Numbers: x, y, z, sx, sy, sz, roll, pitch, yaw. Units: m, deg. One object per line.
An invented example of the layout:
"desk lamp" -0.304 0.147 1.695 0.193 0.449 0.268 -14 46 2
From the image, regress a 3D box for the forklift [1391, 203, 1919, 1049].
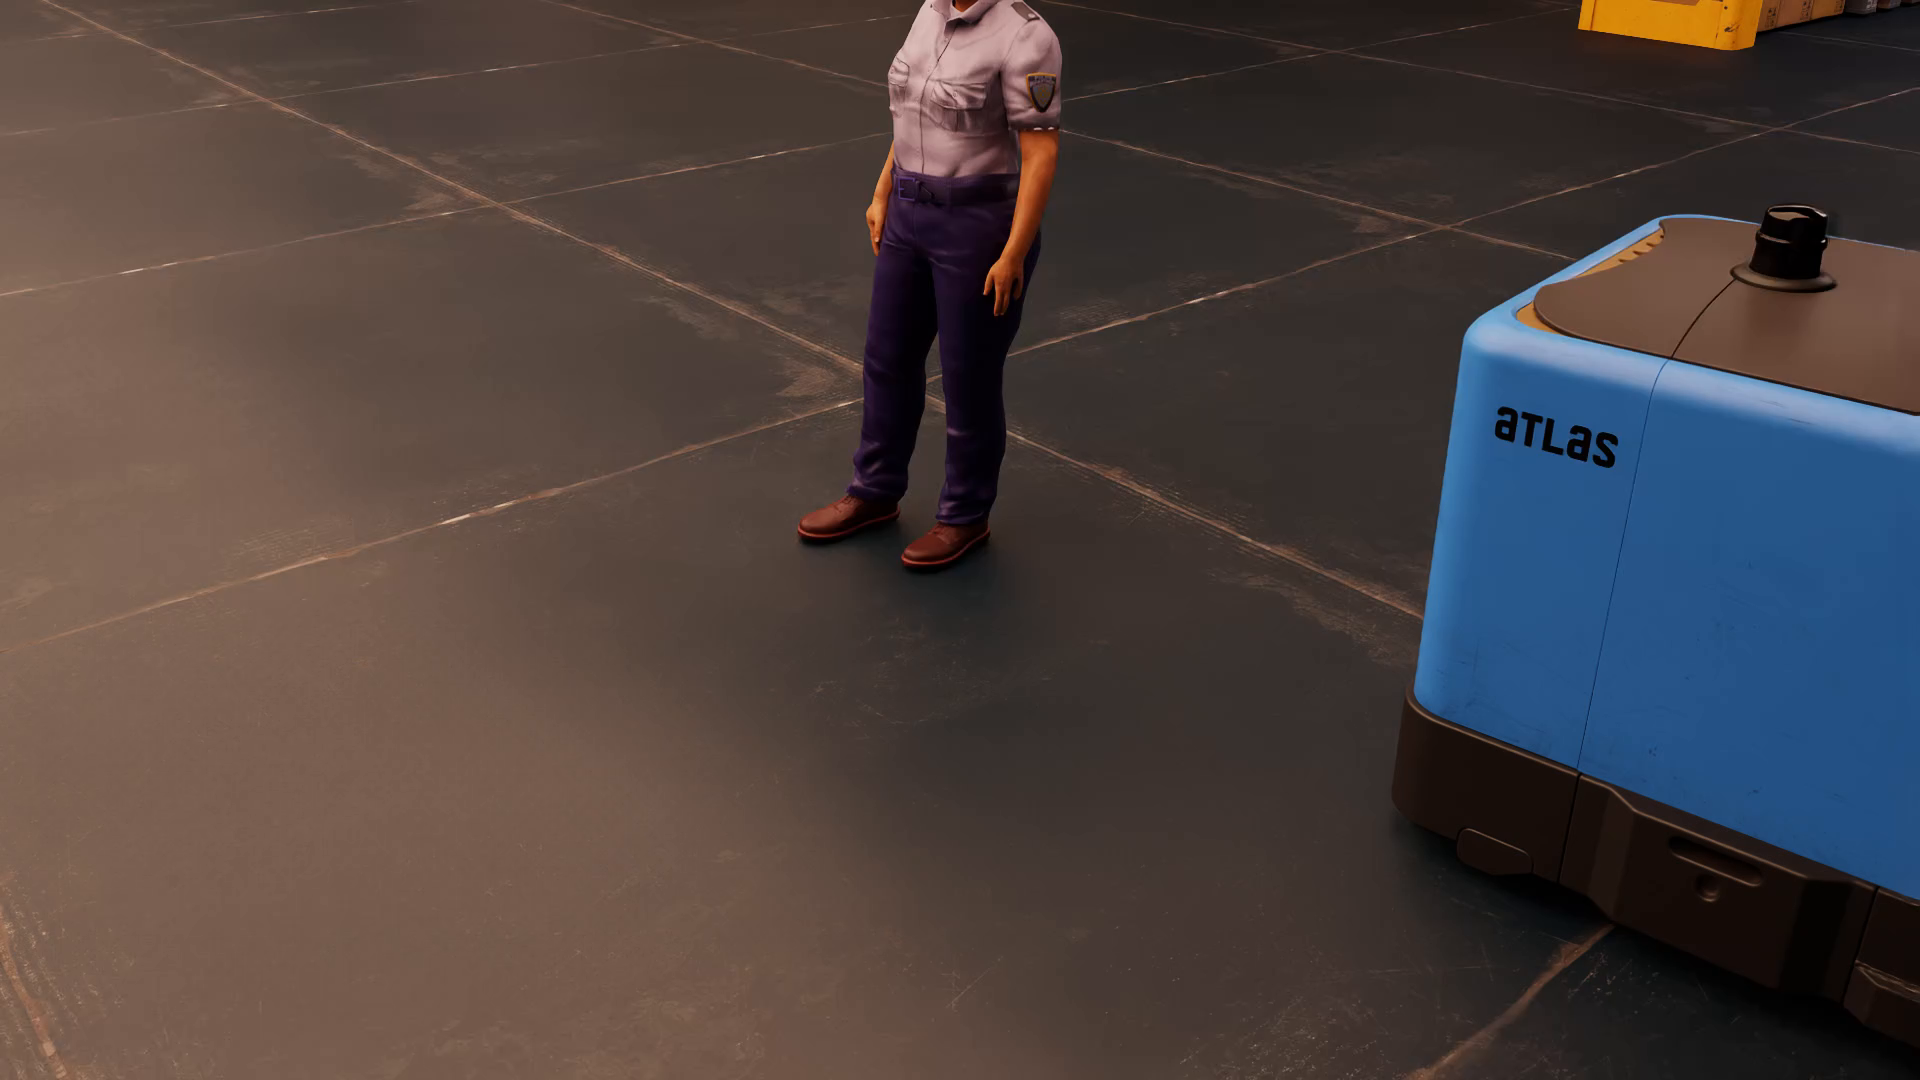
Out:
"forklift" 2.302 -0.462 2.133 3.031 2.935 1.130 21 33 36

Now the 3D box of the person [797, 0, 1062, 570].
"person" -0.083 -0.722 4.098 0.503 1.640 0.599 -20 33 -35
